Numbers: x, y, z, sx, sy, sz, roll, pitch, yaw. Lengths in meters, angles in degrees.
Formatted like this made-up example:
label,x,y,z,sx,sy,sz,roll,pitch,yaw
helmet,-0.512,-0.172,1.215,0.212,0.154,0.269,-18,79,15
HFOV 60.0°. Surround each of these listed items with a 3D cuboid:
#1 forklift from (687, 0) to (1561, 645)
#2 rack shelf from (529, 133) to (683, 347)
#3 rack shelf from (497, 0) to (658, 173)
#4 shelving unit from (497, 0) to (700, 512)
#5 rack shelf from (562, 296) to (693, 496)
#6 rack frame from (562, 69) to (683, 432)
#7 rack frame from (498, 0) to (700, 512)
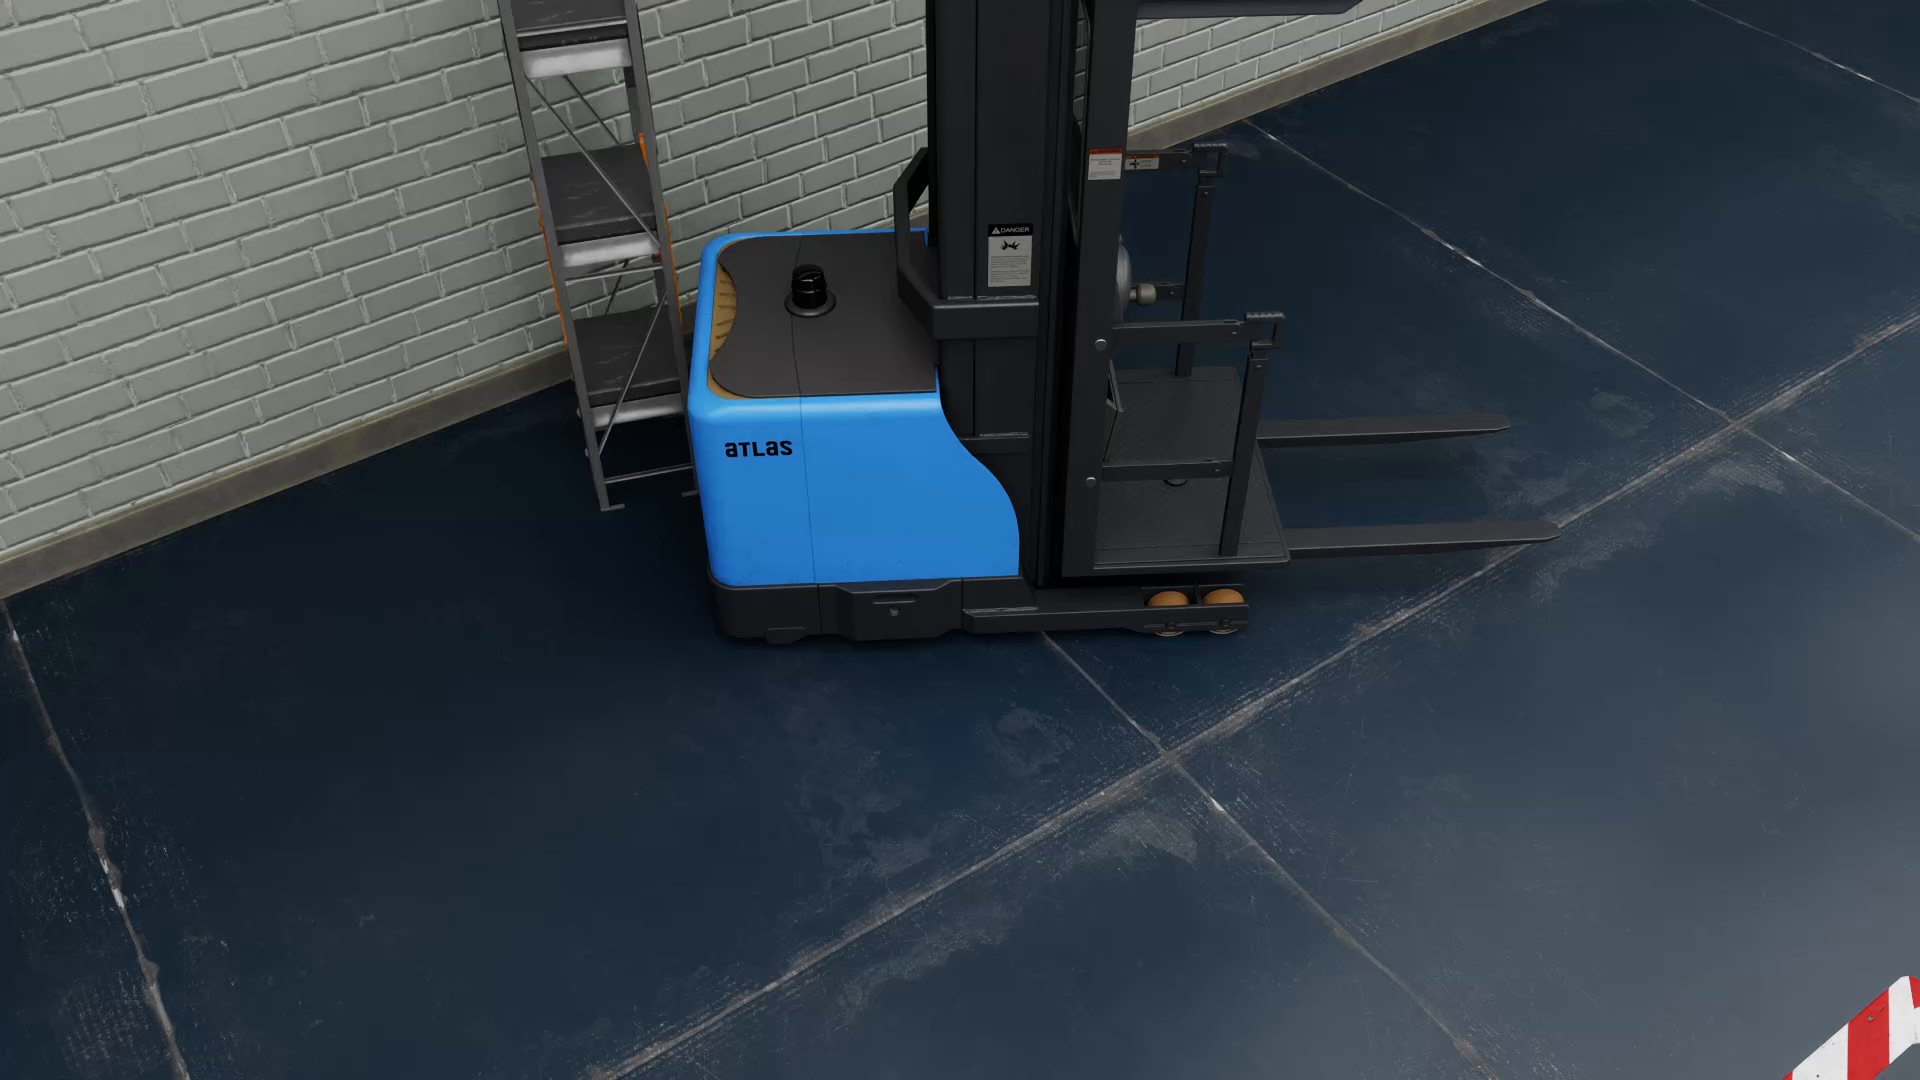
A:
label,x,y,z,sx,sy,sz,roll,pitch,yaw
forklift,0.622,-1.085,5.264,3.031,2.935,1.130,-2,44,-2
rack shelf,-1.249,-1.060,5.859,0.431,0.518,0.480,-11,45,-12
rack shelf,-1.249,-1.566,5.376,0.431,0.518,0.480,-11,45,-12
shelving unit,-1.249,-1.070,5.850,0.431,2.100,0.503,-11,45,-12
rack shelf,-1.249,-0.553,6.343,0.431,0.518,0.480,-11,45,-12
rack frame,-1.317,-1.231,6.019,0.400,2.100,0.015,-11,45,-12
rack frame,-1.181,-0.908,5.680,0.400,2.100,0.015,-11,45,-12
